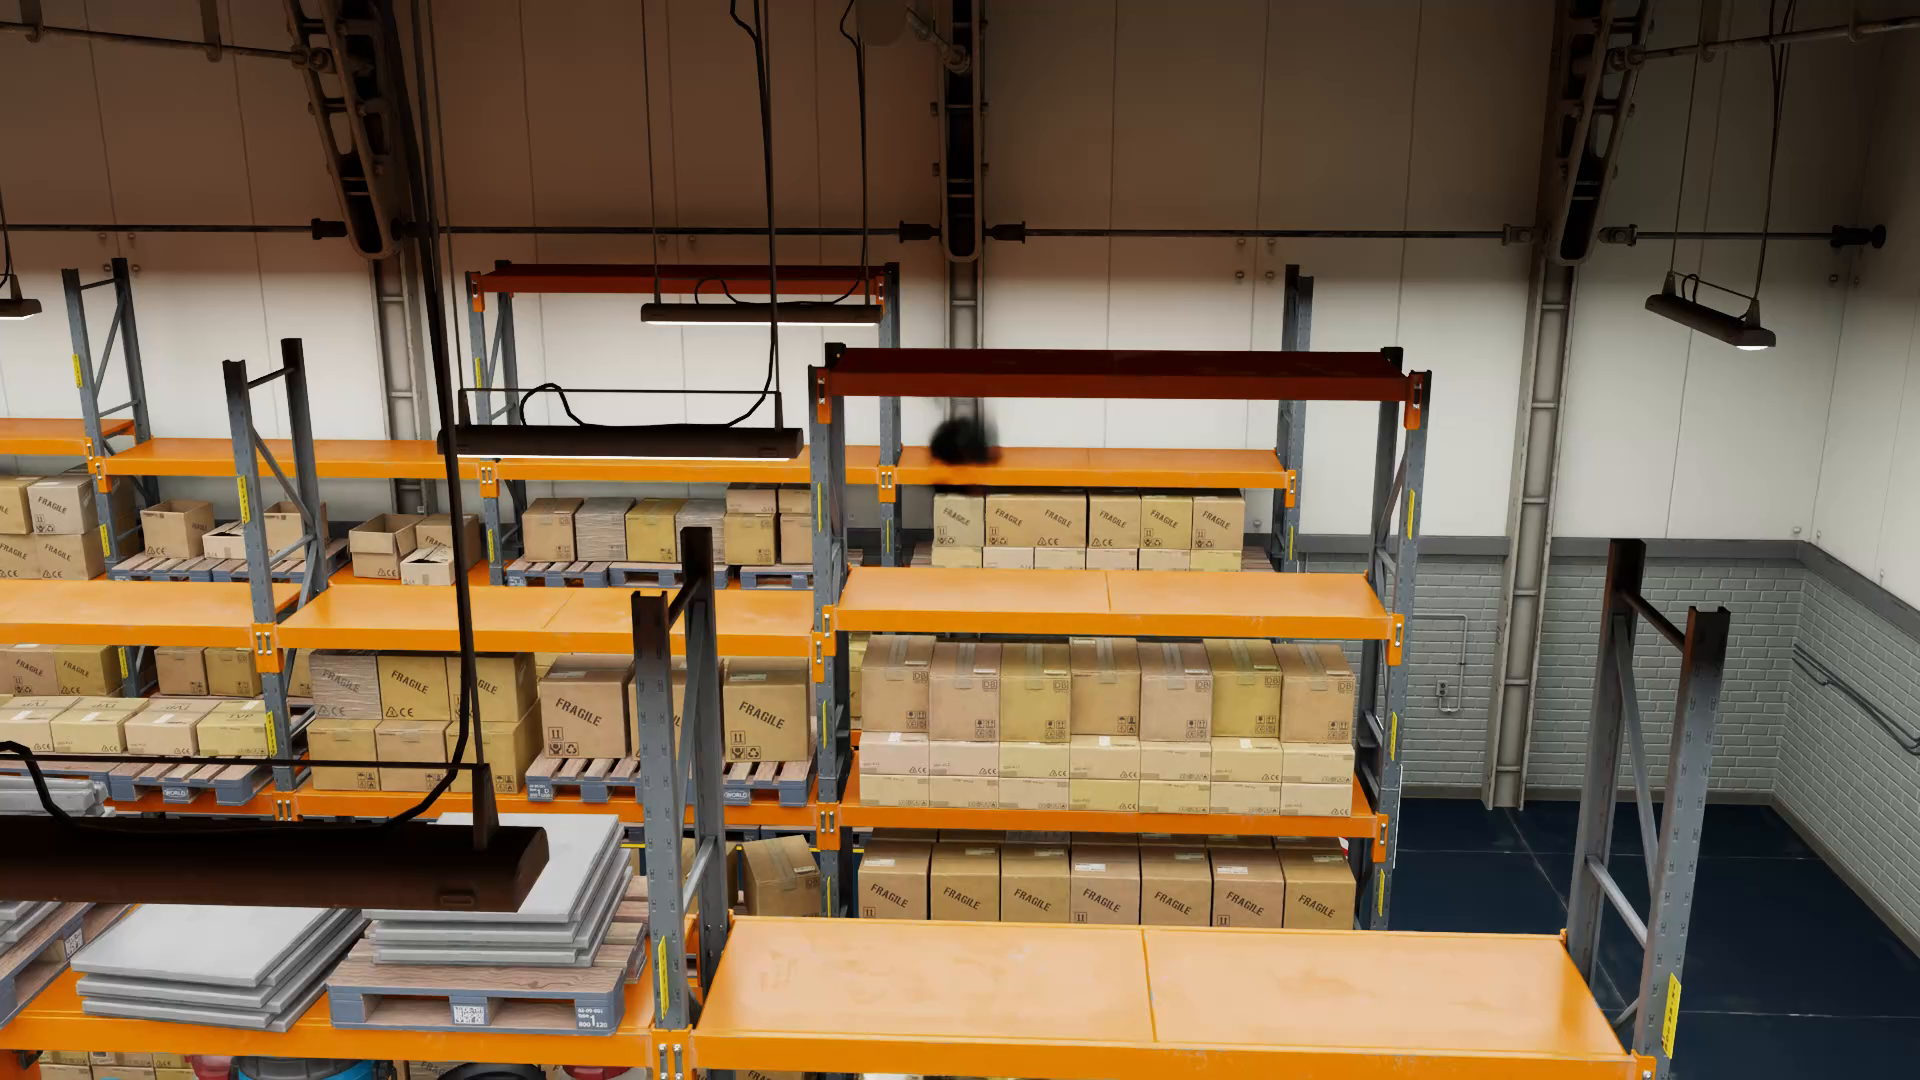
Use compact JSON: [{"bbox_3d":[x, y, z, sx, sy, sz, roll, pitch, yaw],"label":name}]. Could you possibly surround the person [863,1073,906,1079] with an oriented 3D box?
[{"bbox_3d":[-0.490,4.187,10.858,0.990,1.782,0.659,-2,16,-8],"label":"person"}]
